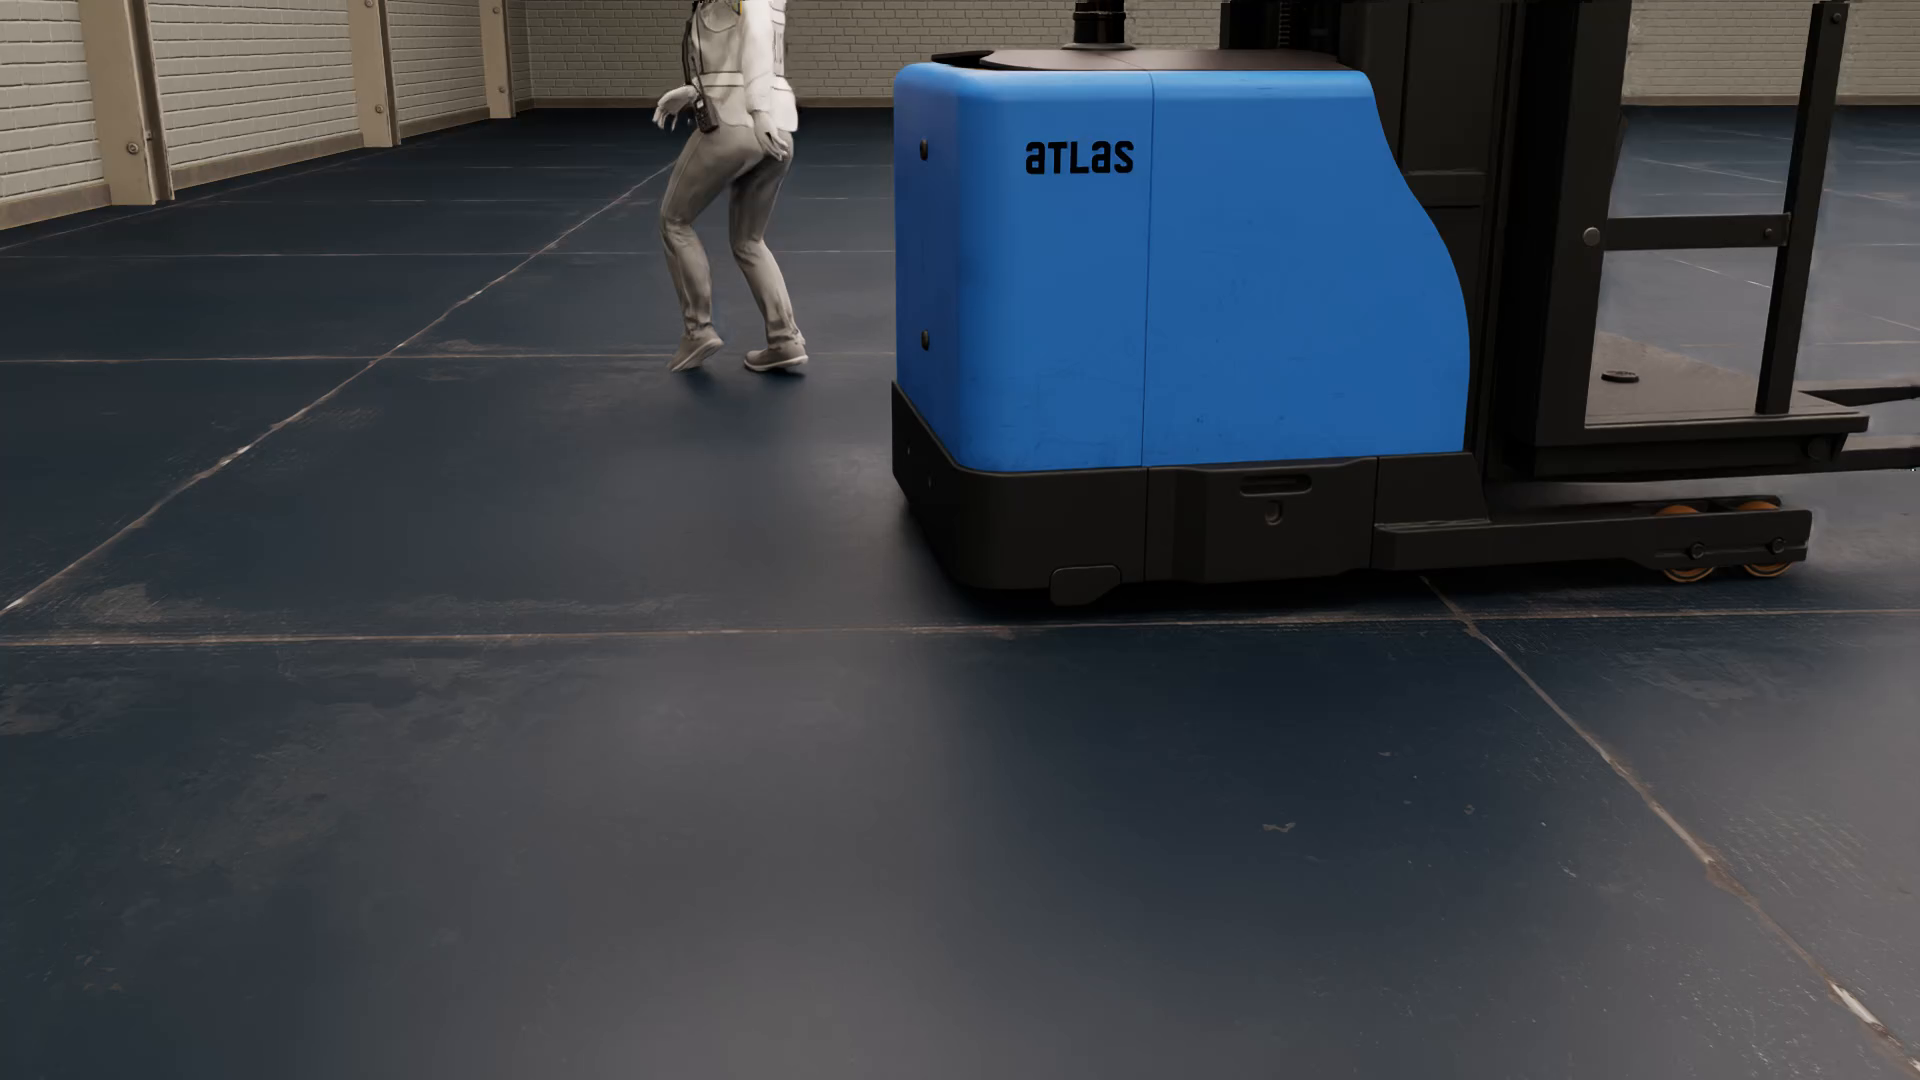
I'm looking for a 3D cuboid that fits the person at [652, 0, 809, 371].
[{"bbox_3d":[-0.742,-1.331,5.643,0.734,1.661,0.577,11,20,31],"label":"person"}]

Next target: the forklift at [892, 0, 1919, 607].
[{"bbox_3d":[1.397,-1.458,3.673,3.031,2.935,1.130,-3,17,-10],"label":"forklift"}]
